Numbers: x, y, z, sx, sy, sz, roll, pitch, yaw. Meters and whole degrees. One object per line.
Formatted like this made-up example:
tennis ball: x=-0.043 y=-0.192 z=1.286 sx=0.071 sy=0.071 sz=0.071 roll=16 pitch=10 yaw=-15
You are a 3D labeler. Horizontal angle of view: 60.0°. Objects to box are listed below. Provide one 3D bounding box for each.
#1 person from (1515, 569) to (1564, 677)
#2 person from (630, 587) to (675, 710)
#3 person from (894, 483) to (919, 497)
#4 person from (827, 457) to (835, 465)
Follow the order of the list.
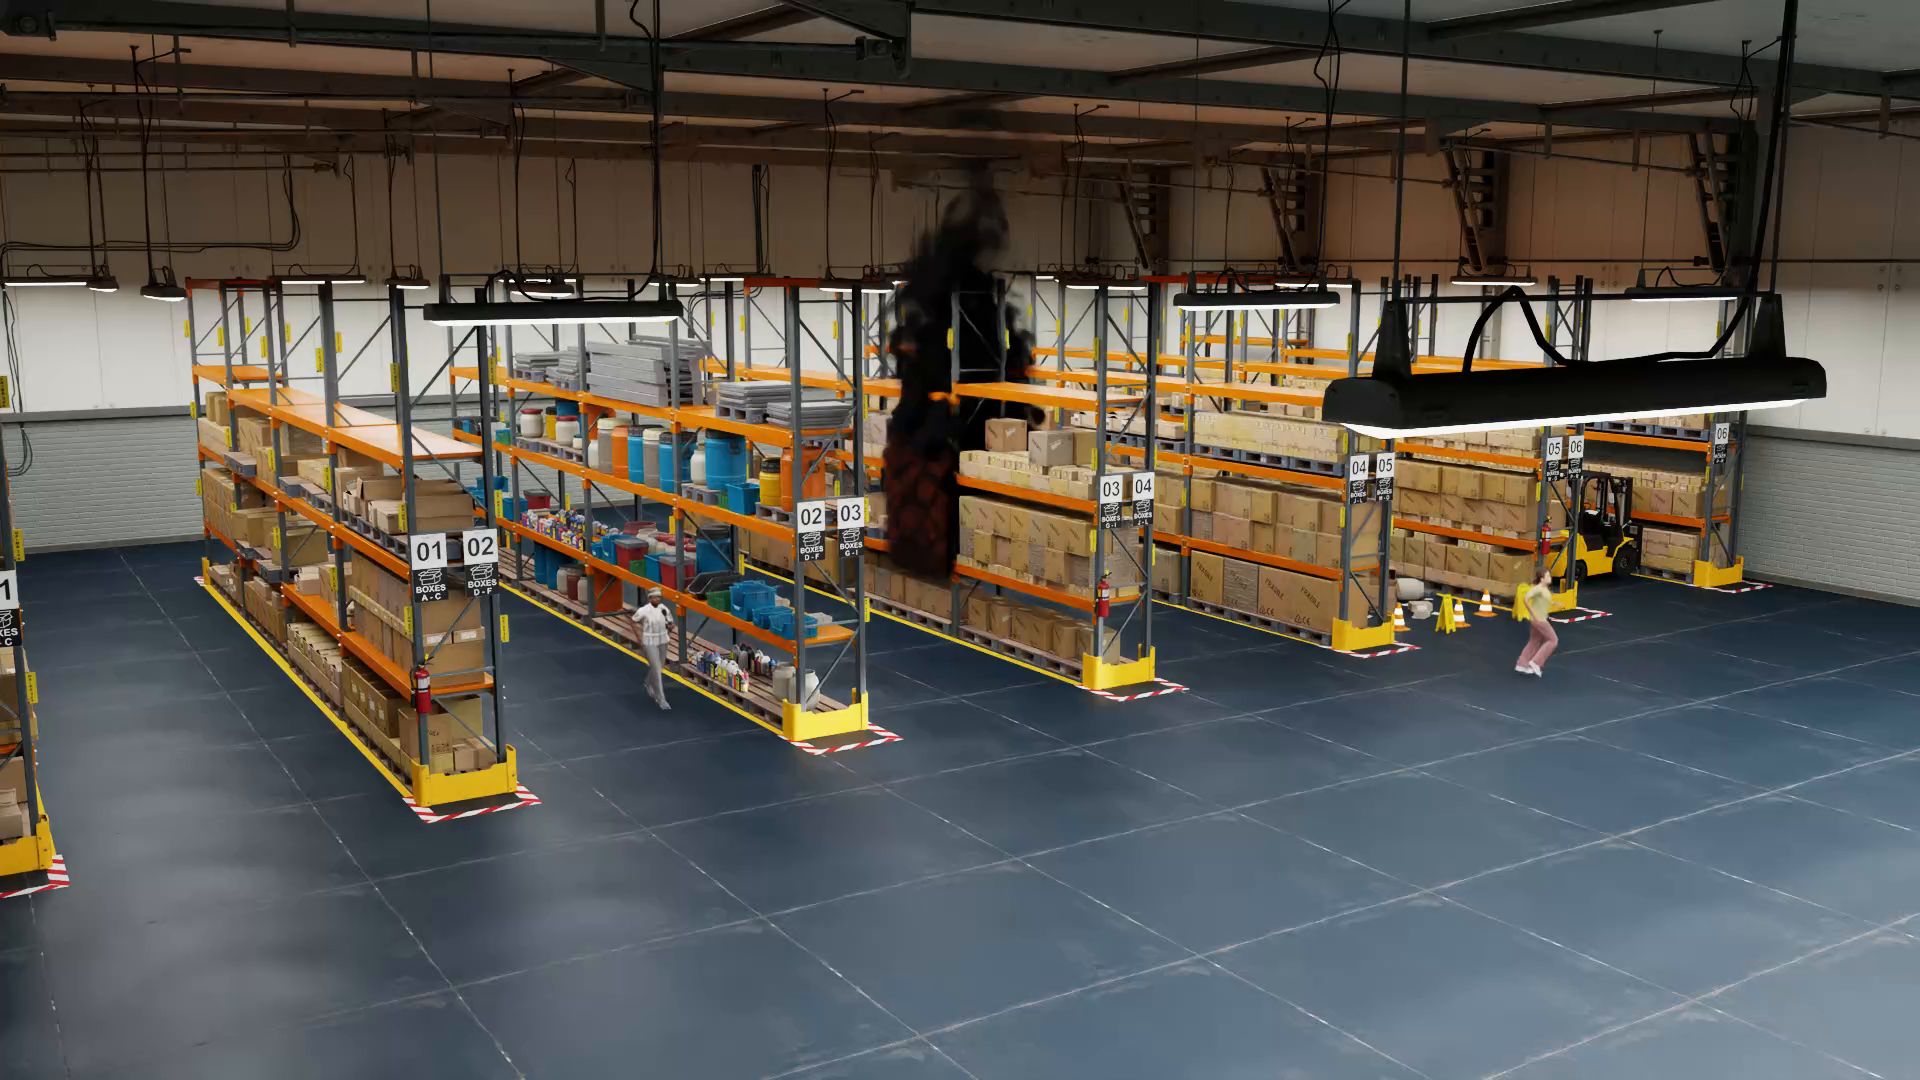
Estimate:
person: x=8.918 y=1.262 z=25.558 sx=0.650 sy=1.674 sz=0.552 roll=4 pitch=10 yaw=20
person: x=-4.374 y=1.507 z=23.866 sx=0.562 sy=1.721 sz=0.885 roll=-8 pitch=12 yaw=-40
person: x=-1.343 y=-1.553 z=41.993 sx=0.700 sy=1.803 sz=0.721 roll=4 pitch=11 yaw=25
person: x=-3.188 y=-1.253 z=40.674 sx=0.691 sy=1.608 sz=0.691 roll=2 pitch=10 yaw=13
